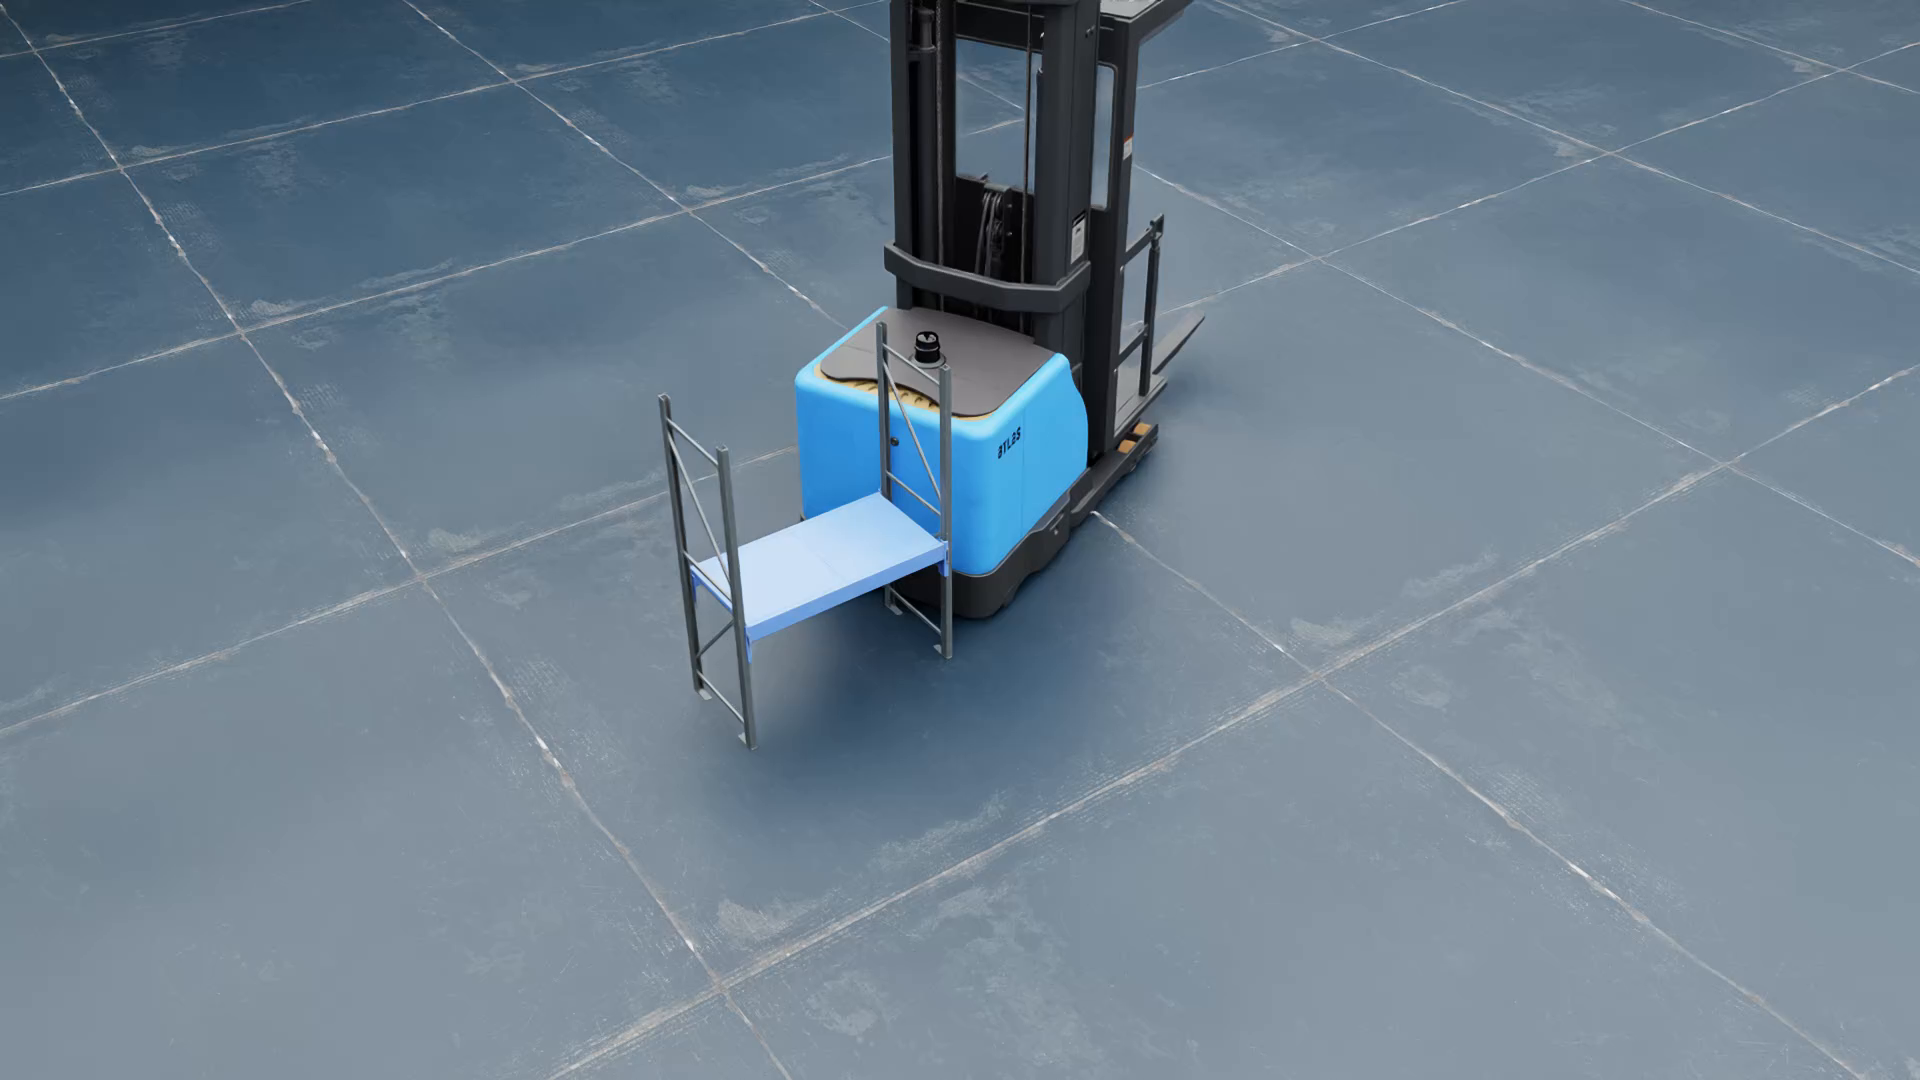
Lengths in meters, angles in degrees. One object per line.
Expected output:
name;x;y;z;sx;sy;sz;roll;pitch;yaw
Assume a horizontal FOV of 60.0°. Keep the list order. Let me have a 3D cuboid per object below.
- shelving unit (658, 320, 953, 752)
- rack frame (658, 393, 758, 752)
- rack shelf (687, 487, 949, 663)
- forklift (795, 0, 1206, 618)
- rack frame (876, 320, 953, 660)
shelving unit;-0.604;-0.015;6.986;1.048;1.500;0.538;-23;42;-29
rack frame;-1.015;0.160;6.743;0.032;1.500;0.500;-23;42;-29
rack shelf;-0.604;0.131;7.091;1.000;0.185;0.538;-23;42;-29
forklift;0.402;-1.670;8.061;1.130;2.935;3.031;18;40;24
rack frame;-0.194;-0.190;7.230;0.032;1.500;0.500;-23;42;-29
